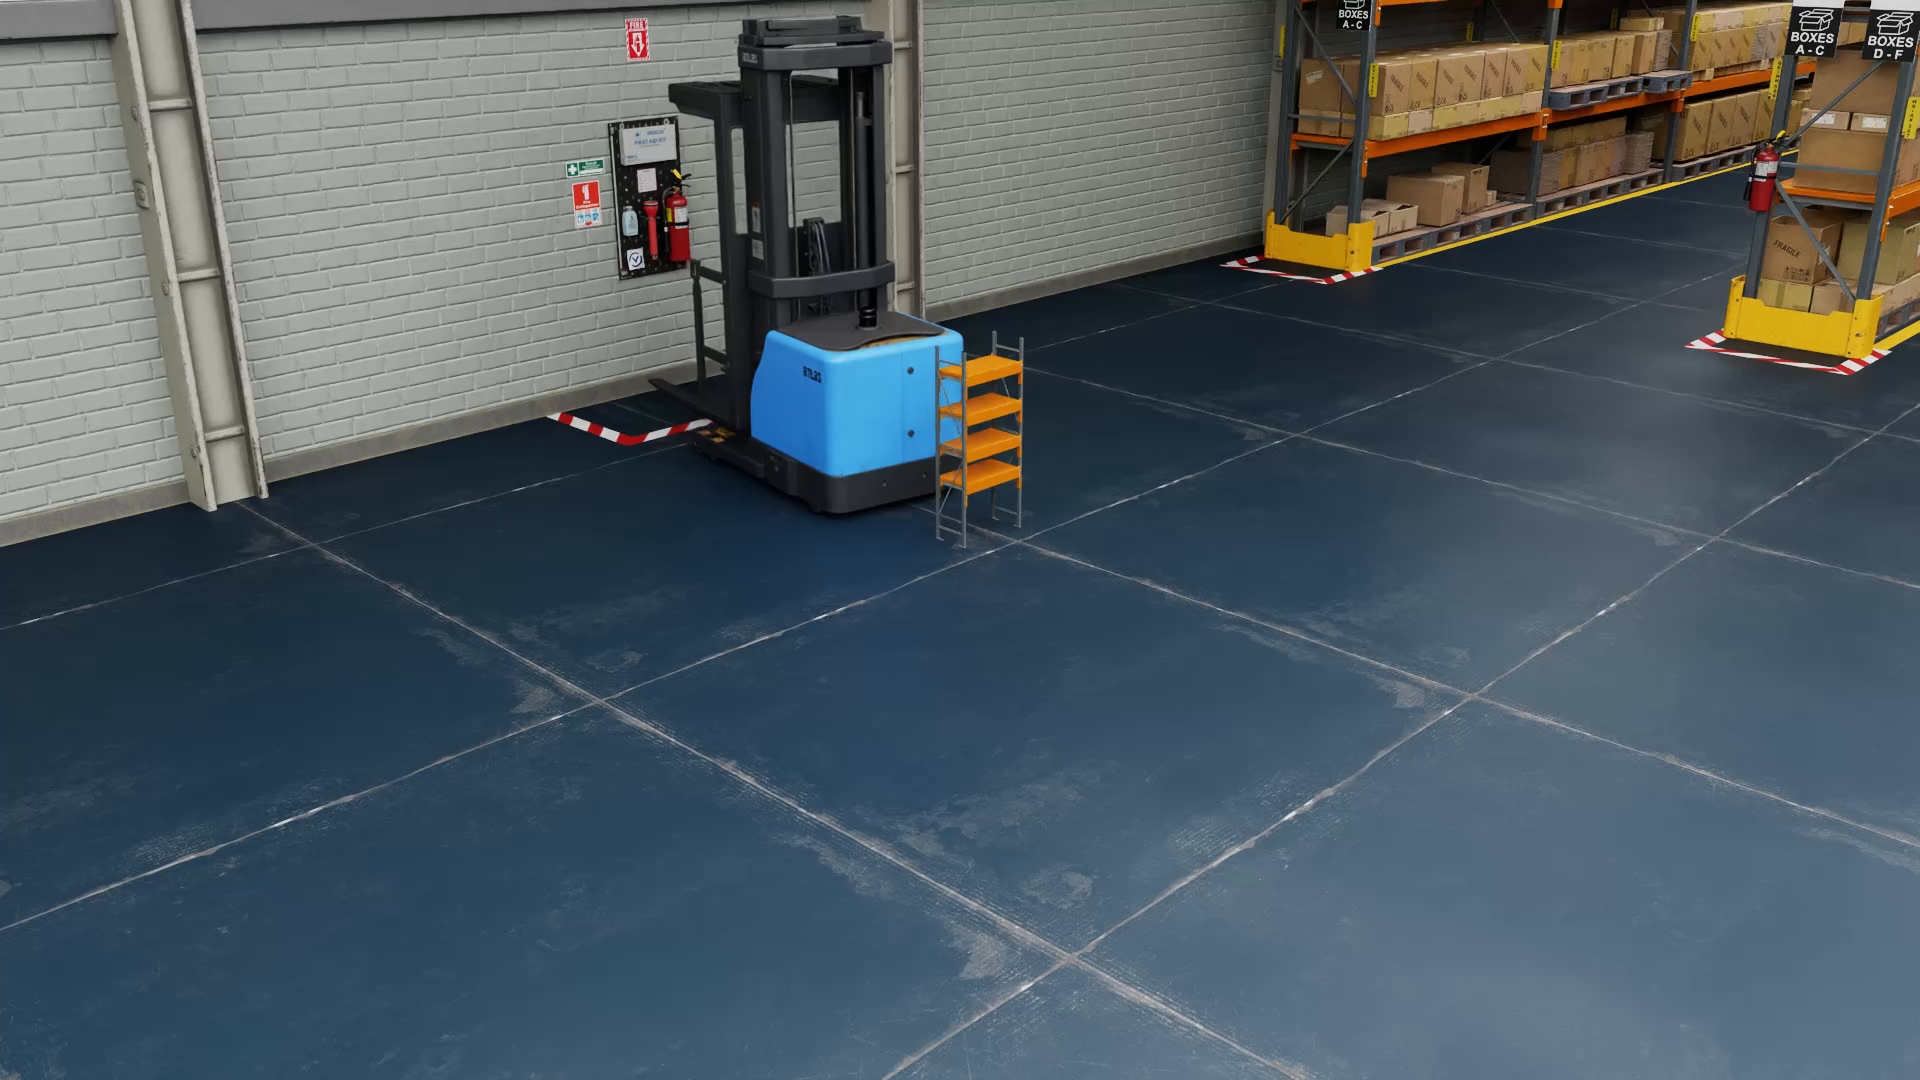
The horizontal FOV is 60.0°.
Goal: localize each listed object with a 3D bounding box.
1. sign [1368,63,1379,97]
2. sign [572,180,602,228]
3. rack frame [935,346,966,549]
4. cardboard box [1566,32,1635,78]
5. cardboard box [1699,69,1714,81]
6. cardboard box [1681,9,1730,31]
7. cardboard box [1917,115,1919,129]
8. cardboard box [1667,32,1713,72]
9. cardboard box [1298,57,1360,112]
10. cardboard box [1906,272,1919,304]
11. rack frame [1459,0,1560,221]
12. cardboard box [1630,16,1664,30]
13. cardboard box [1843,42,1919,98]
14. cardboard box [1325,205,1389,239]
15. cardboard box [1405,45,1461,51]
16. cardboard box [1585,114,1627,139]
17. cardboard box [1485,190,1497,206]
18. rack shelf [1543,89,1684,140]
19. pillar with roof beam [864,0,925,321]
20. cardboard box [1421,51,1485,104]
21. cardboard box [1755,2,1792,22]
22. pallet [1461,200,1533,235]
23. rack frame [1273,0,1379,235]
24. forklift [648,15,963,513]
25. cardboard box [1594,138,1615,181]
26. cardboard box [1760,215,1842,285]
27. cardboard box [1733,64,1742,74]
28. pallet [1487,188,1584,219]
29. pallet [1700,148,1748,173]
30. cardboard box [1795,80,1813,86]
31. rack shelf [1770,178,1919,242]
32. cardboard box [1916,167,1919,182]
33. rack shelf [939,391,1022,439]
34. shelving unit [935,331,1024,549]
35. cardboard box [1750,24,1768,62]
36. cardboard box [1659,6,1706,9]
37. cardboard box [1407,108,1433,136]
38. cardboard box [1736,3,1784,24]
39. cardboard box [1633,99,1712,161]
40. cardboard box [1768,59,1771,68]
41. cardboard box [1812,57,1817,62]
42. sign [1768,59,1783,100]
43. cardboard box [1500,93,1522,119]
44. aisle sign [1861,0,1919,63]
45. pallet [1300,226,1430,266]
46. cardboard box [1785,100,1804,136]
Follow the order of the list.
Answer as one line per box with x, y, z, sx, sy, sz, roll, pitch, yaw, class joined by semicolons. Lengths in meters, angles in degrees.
4.155;-4.626;16.723;0.100;0.325;0.005;19;28;41;sign
-2.762;-2.486;12.313;0.001;0.329;0.234;19;28;41;sign
-0.055;-0.540;9.807;0.240;1.200;0.015;19;28;41;rack frame
8.173;-6.217;21.316;0.700;0.500;0.500;19;28;41;cardboard box
10.171;-6.443;22.978;0.250;0.149;0.380;-19;28;-40;cardboard box
10.223;-7.150;22.868;0.500;0.250;0.500;19;28;40;cardboard box
8.103;-3.648;14.340;0.380;0.149;0.250;19;28;41;cardboard box
9.869;-6.670;22.665;0.500;0.500;0.500;-19;28;-40;cardboard box
3.943;-4.821;17.574;0.500;0.500;0.500;19;28;40;cardboard box
8.547;-2.371;15.311;0.500;0.250;0.500;19;28;41;cardboard box
6.557;-5.386;19.906;1.000;3.000;0.127;19;28;41;rack frame
9.128;-6.873;22.118;0.380;0.149;0.250;15;26;34;cardboard box
8.053;-4.038;14.452;0.700;0.500;0.500;18;28;39;cardboard box
4.314;-3.463;18.039;0.500;0.311;0.500;15;26;35;cardboard box
5.364;-5.348;18.944;0.500;0.500;0.500;-19;28;-41;cardboard box
8.440;-5.474;21.961;0.500;0.250;0.500;-20;28;-41;cardboard box
6.205;-4.124;19.958;0.380;0.166;0.250;15;26;34;cardboard box
7.952;-5.564;21.373;1.077;0.370;4.000;19;28;41;rack shelf
2.534;-4.935;10.370;9.100;9.000;0.400;19;28;41;pillar with roof beam
5.383;-5.086;18.262;0.500;0.500;0.500;-19;28;-40;cardboard box
11.995;-7.803;24.568;0.500;0.250;0.500;-19;28;-41;cardboard box
6.114;-3.903;19.934;1.003;0.211;1.213;19;28;41;pallet
3.766;-4.358;17.231;1.000;3.000;0.127;19;28;41;rack frame
-1.221;-2.002;11.197;1.130;2.935;3.031;-14;25;-33;forklift
8.113;-5.016;21.816;0.700;0.500;0.500;19;28;40;cardboard box
7.479;-2.594;14.844;0.500;0.500;0.500;19;28;41;cardboard box
10.993;-6.796;23.896;0.250;0.149;0.380;-19;28;-40;cardboard box
7.099;-4.285;20.928;1.003;0.211;1.213;19;28;41;pallet
10.802;-5.608;24.372;1.003;0.211;1.213;19;28;41;pallet
13.751;-7.420;27.192;0.250;0.149;0.380;-20;28;-41;cardboard box
8.713;-3.297;15.475;1.077;0.370;4.000;19;28;41;rack shelf
8.366;-3.545;14.977;0.700;0.500;0.500;19;28;41;cardboard box
0.115;-0.749;9.914;0.258;0.148;0.480;19;28;41;rack shelf
0.115;-0.603;9.970;0.258;1.200;0.503;19;28;41;shelving unit
11.291;-7.195;24.031;0.500;0.500;0.500;19;28;41;cardboard box
10.202;-7.404;23.529;0.500;0.250;0.500;18;28;39;cardboard box
4.686;-4.480;17.731;0.500;0.250;0.500;18;28;39;cardboard box
11.632;-7.674;24.232;0.500;0.250;0.500;-19;28;-41;cardboard box
9.954;-5.763;23.298;0.750;0.750;0.750;19;28;40;cardboard box
11.733;-7.051;24.560;0.250;0.149;0.380;-19;28;-40;cardboard box
13.041;-7.904;26.040;0.980;0.700;0.700;18;28;39;cardboard box
6.939;-3.909;14.120;0.100;0.325;0.005;19;28;41;sign
6.090;-5.002;19.088;0.500;0.250;0.500;19;28;41;cardboard box
7.492;-4.239;13.298;0.394;0.787;0.004;19;28;41;aisle sign
4.411;-3.276;18.303;1.003;0.211;1.213;19;28;41;pallet
12.733;-6.638;26.063;0.700;0.500;0.500;20;29;41;cardboard box
